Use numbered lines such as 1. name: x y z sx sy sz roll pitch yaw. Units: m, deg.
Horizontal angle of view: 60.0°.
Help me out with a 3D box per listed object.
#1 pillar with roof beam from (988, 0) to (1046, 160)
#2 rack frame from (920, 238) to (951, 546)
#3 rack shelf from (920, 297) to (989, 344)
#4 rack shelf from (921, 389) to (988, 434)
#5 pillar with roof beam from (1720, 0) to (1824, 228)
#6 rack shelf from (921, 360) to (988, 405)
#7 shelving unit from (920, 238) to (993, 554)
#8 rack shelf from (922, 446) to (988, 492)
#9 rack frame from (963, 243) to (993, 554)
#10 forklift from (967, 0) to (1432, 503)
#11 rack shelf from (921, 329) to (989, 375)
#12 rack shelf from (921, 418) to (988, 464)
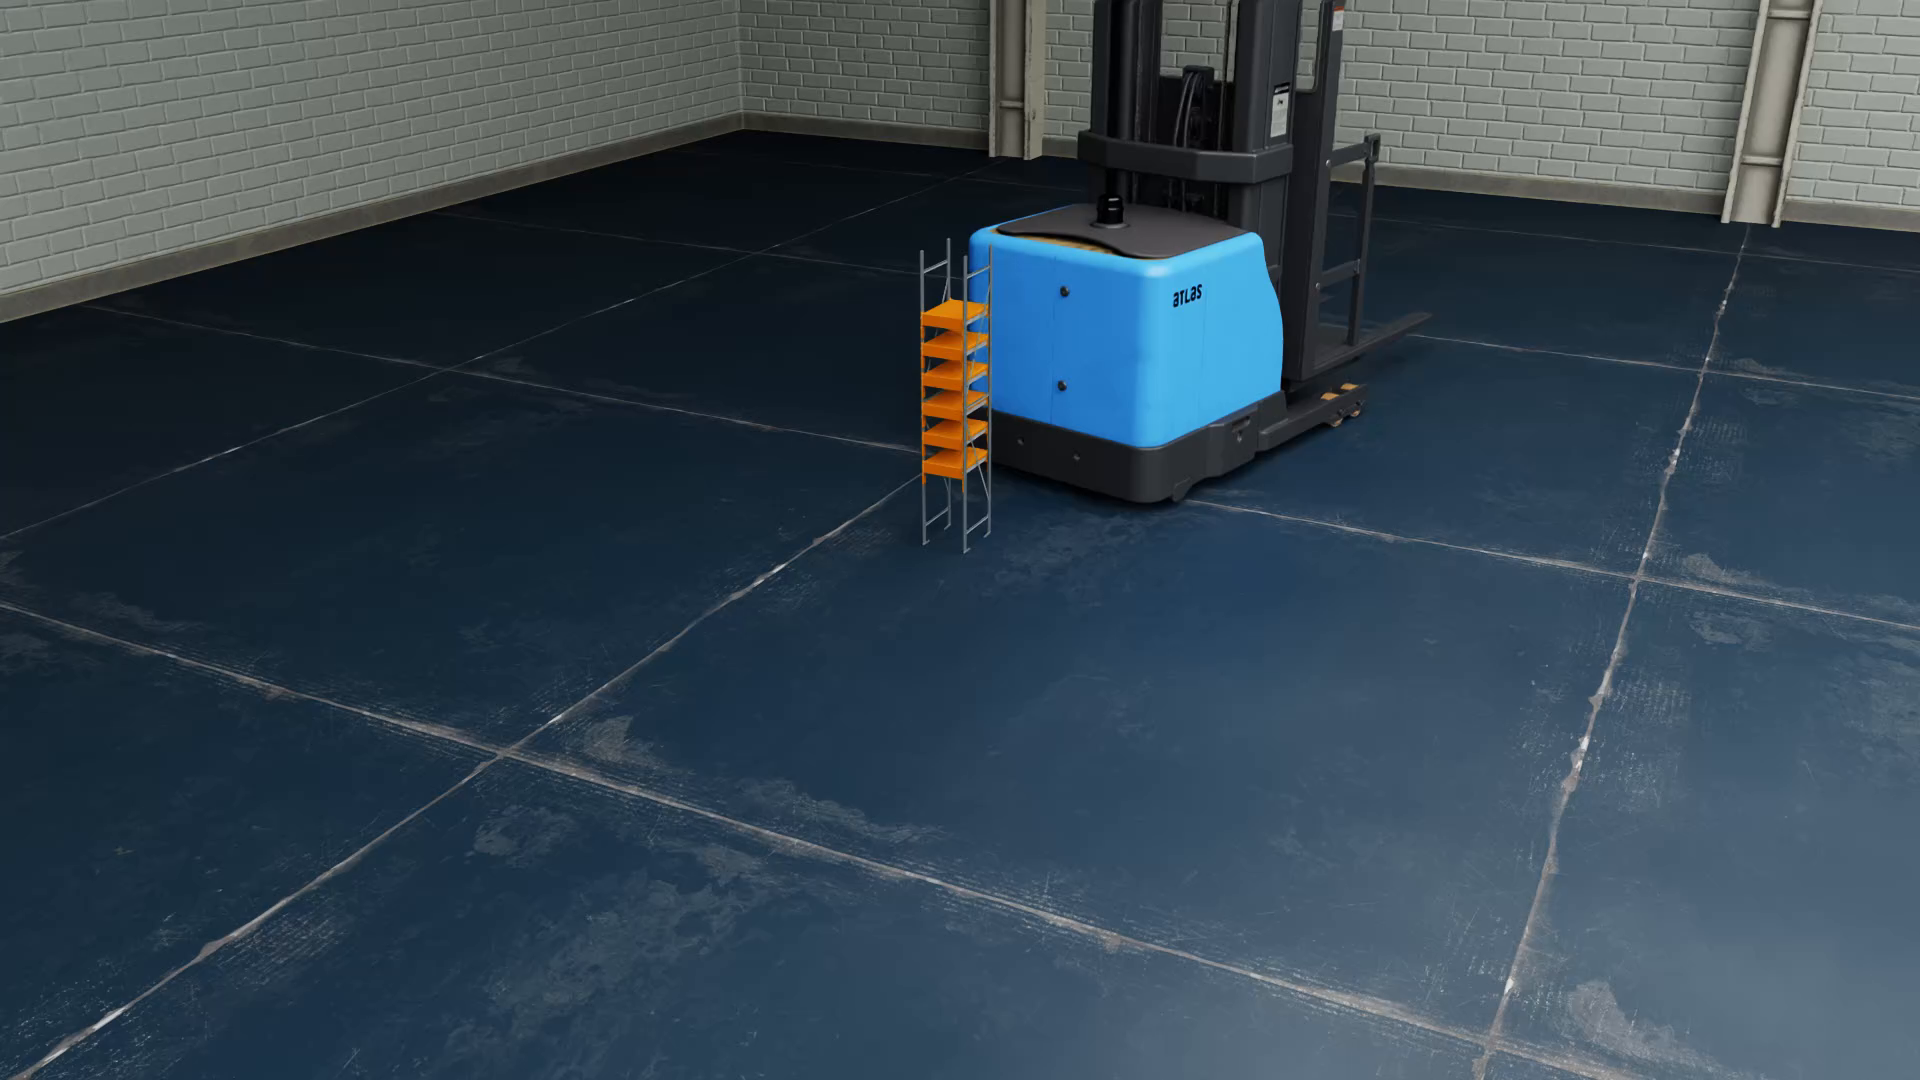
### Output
1. pillar with roof beam: -1.446 -6.057 9.495 0.400 9.000 9.100 11 25 25
2. rack frame: -0.095 -0.571 6.559 0.006 1.200 0.240 11 25 25
3. rack shelf: -0.013 -0.845 6.398 0.180 0.103 0.258 11 25 25
4. rack shelf: -0.013 -0.514 6.539 0.180 0.103 0.258 11 25 25
5. pillar with roof beam: 3.908 -4.998 7.004 0.400 9.000 9.100 11 25 25
6. rack shelf: -0.013 -0.624 6.492 0.180 0.103 0.258 11 25 25
7. shelving unit: -0.013 -0.555 6.521 0.189 1.200 0.258 11 25 25
8. rack shelf: -0.013 -0.293 6.633 0.180 0.103 0.258 11 25 25
9. rack frame: 0.069 -0.539 6.483 0.006 1.200 0.240 11 25 25
10. forklift: 1.353 -2.006 7.721 1.130 2.935 3.031 18 29 36
11. rack shelf: -0.013 -0.735 6.445 0.180 0.103 0.258 11 25 25
12. rack shelf: -0.013 -0.403 6.586 0.180 0.103 0.258 11 25 25
